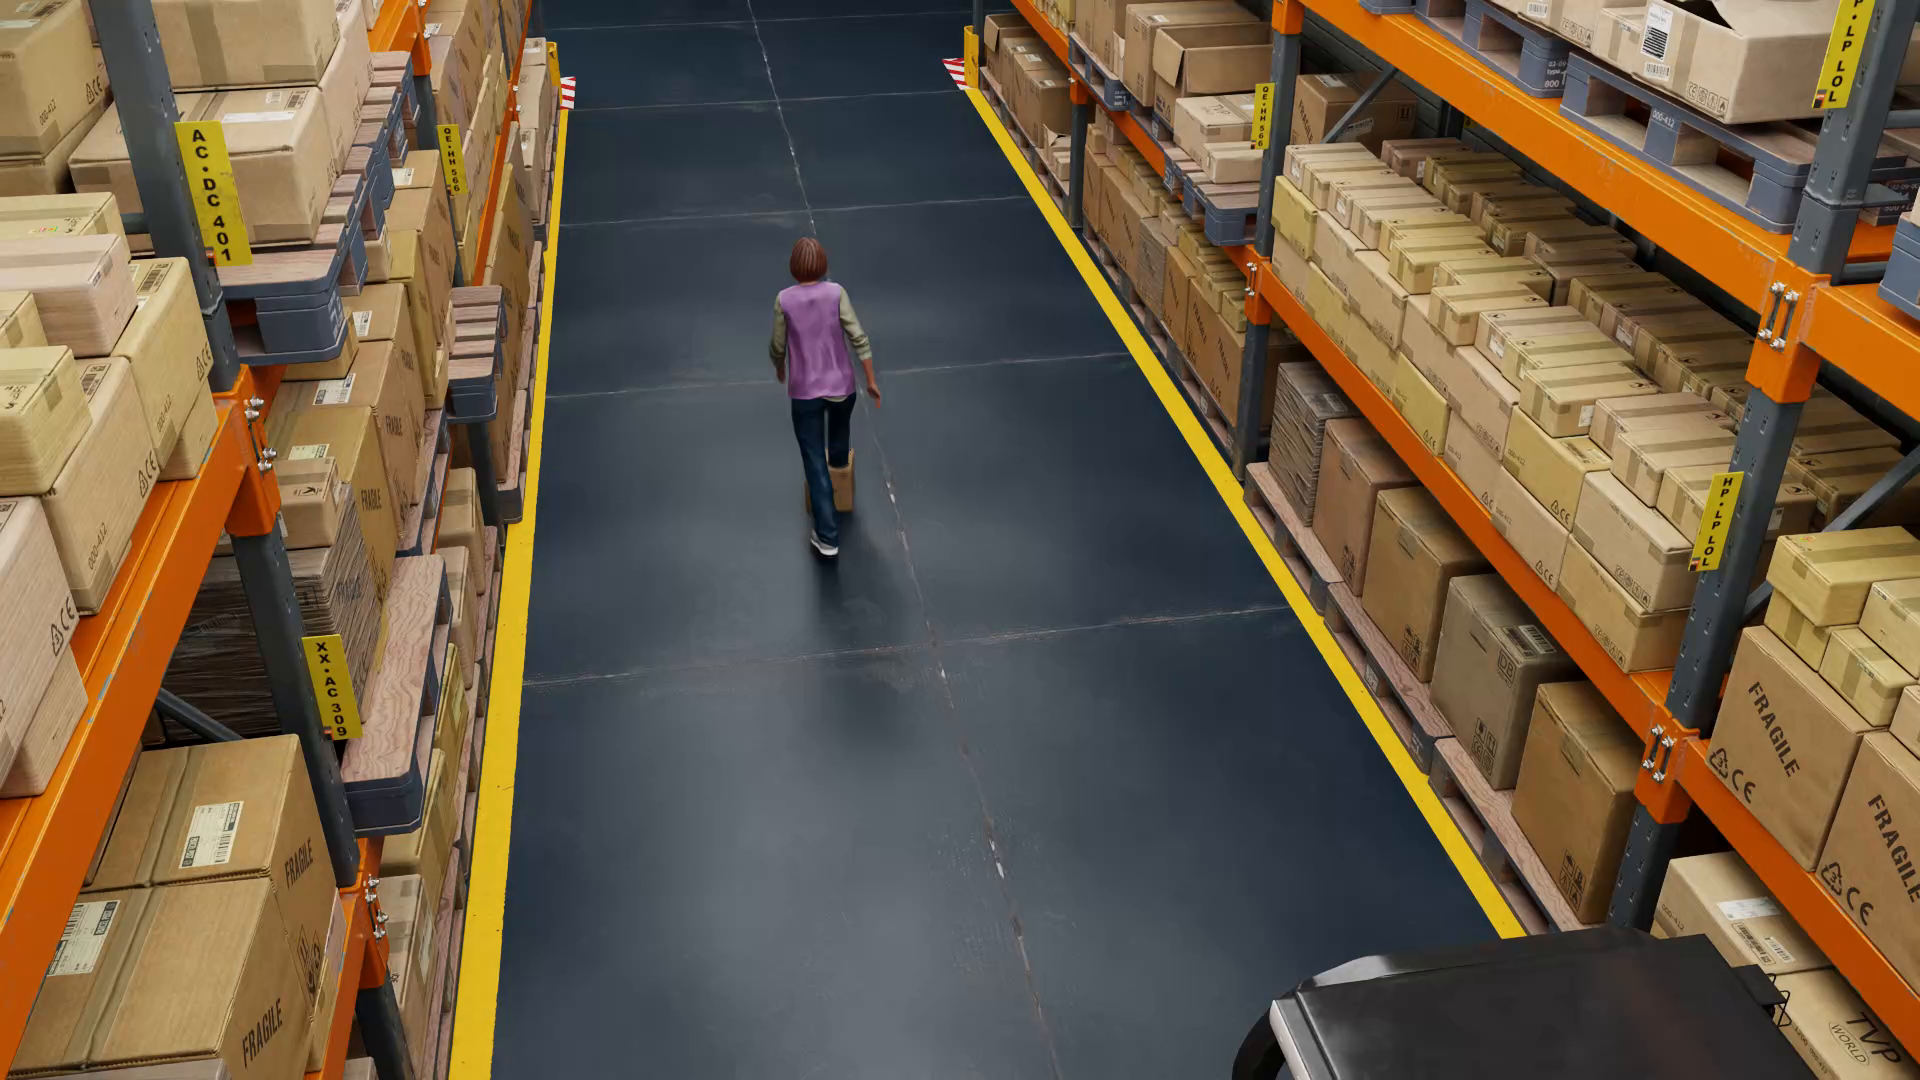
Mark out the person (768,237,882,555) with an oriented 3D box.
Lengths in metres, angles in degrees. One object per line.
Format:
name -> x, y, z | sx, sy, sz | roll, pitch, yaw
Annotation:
person -> -0.686, -0.745, 8.445 | 0.520, 1.536, 0.855 | -9, 32, -14
